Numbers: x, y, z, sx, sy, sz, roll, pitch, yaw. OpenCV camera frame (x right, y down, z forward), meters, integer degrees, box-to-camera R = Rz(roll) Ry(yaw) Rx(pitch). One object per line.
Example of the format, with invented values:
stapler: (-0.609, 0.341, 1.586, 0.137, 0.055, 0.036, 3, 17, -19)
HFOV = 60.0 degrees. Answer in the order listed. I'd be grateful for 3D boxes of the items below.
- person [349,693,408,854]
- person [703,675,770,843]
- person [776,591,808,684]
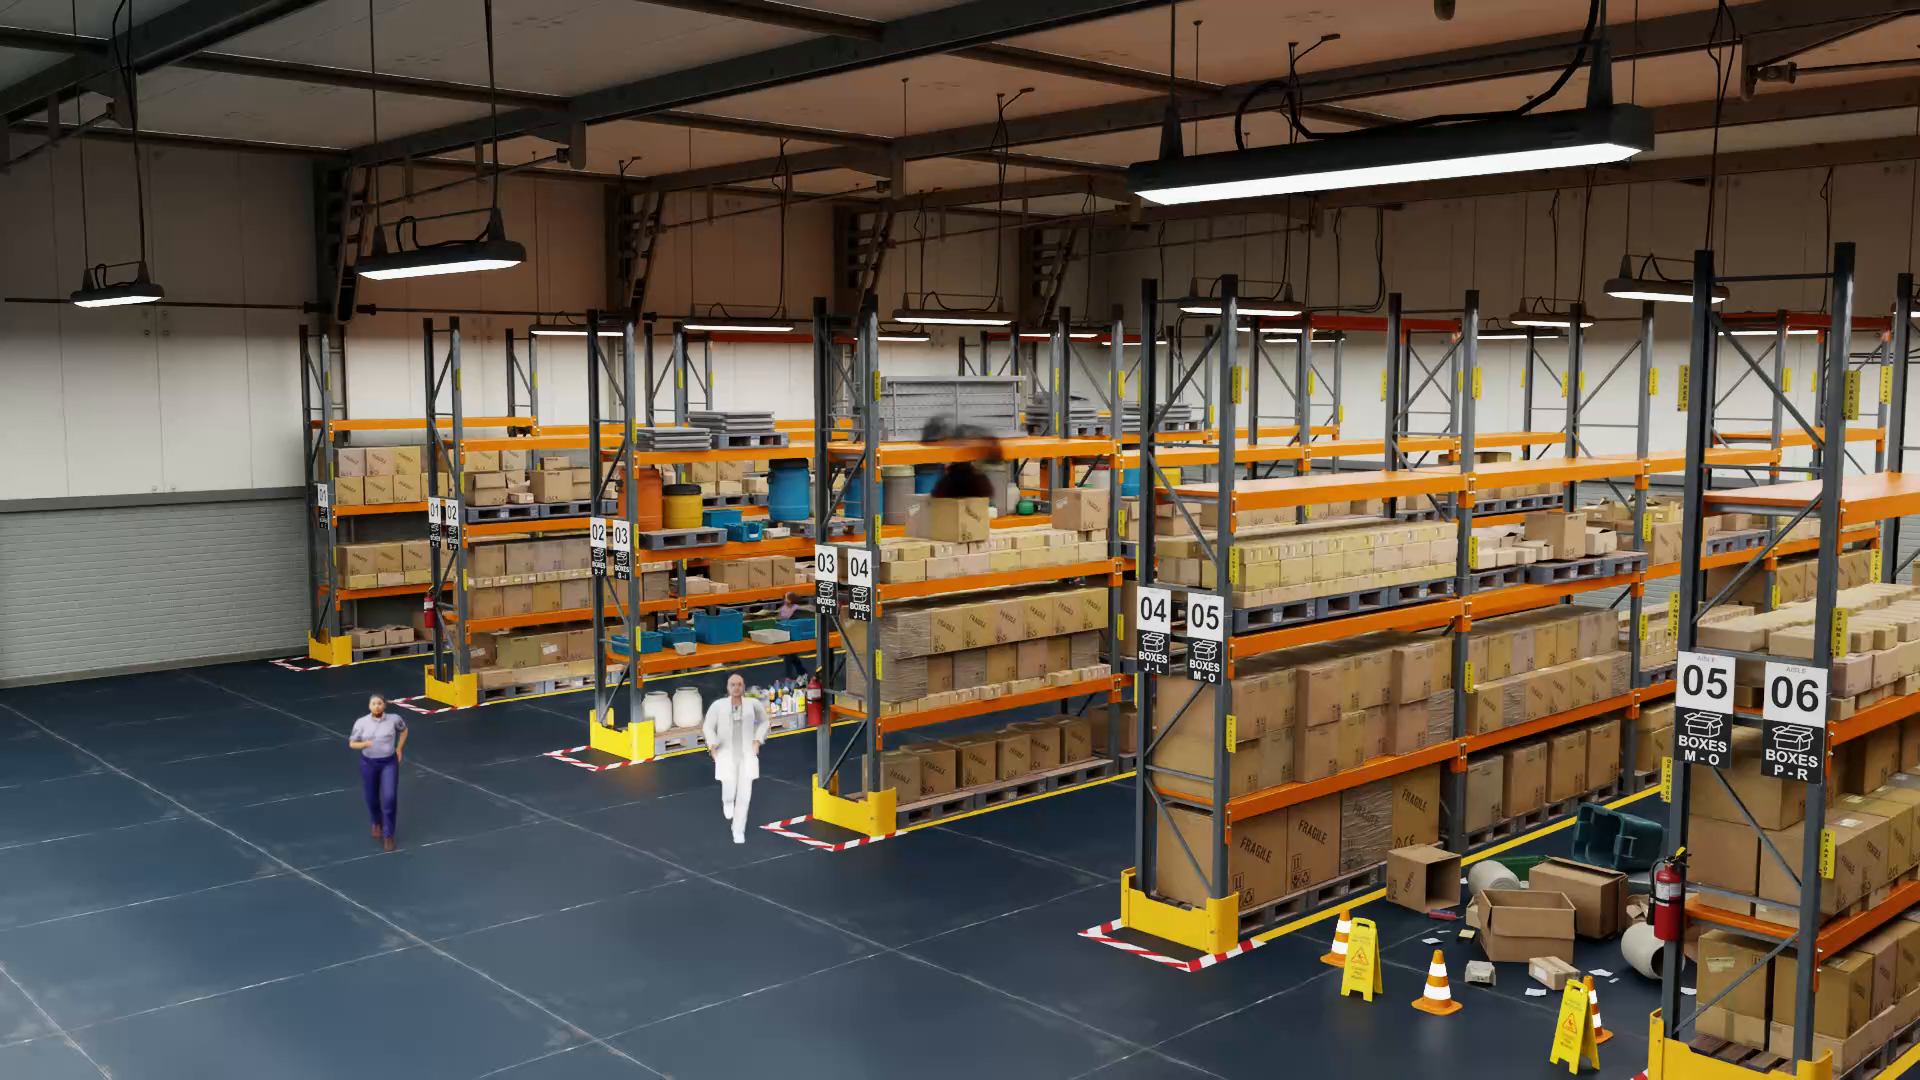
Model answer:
person: (-6.336, 2.505, 18.146, 0.592, 1.687, 0.779, -2, 6, -16)
person: (-2.360, 2.293, 17.637, 0.712, 1.741, 0.679, -1, 6, -11)
person: (-2.726, 1.629, 27.003, 0.565, 1.631, 0.778, 4, 7, 35)
